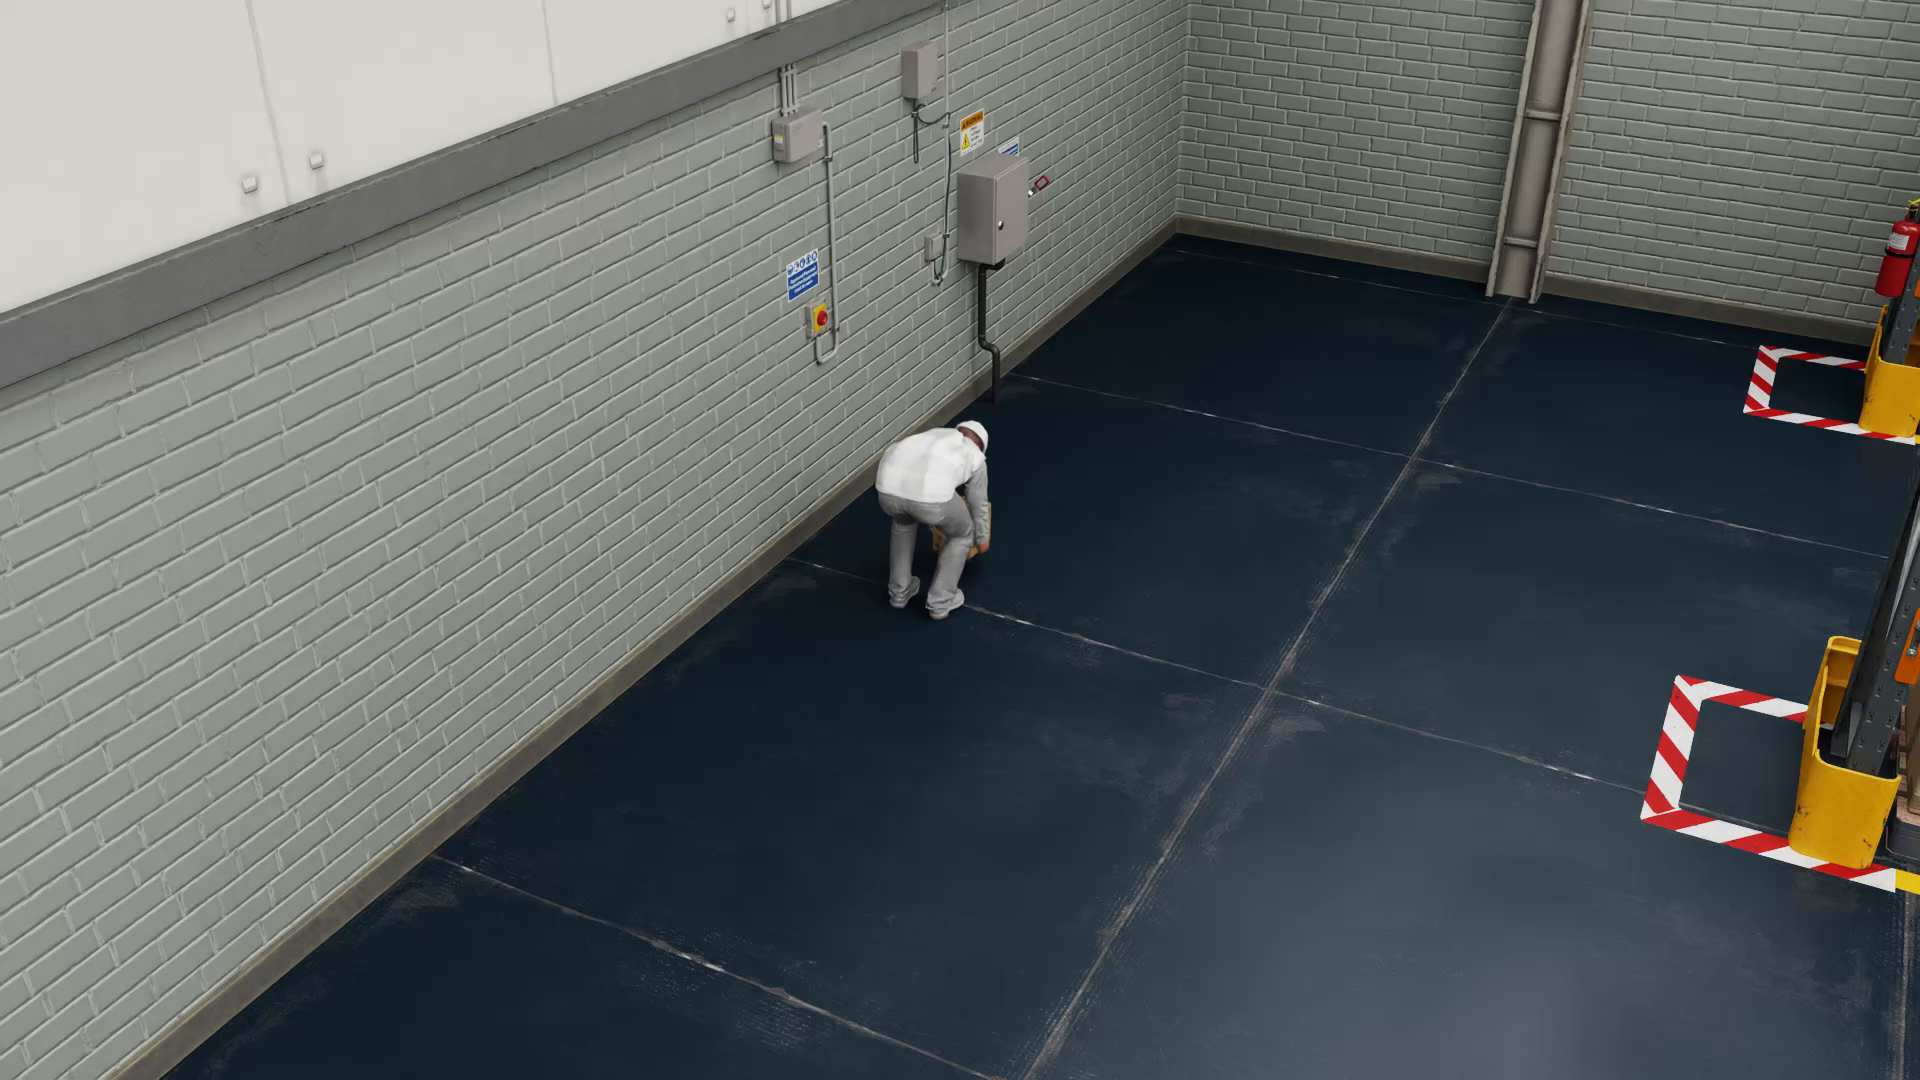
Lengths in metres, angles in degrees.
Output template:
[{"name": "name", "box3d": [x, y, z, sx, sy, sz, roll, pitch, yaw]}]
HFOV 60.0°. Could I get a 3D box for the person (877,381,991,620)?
[{"name": "person", "box3d": [-0.094, -0.237, 9.334, 0.466, 1.124, 1.008, 13, 32, 22]}]
